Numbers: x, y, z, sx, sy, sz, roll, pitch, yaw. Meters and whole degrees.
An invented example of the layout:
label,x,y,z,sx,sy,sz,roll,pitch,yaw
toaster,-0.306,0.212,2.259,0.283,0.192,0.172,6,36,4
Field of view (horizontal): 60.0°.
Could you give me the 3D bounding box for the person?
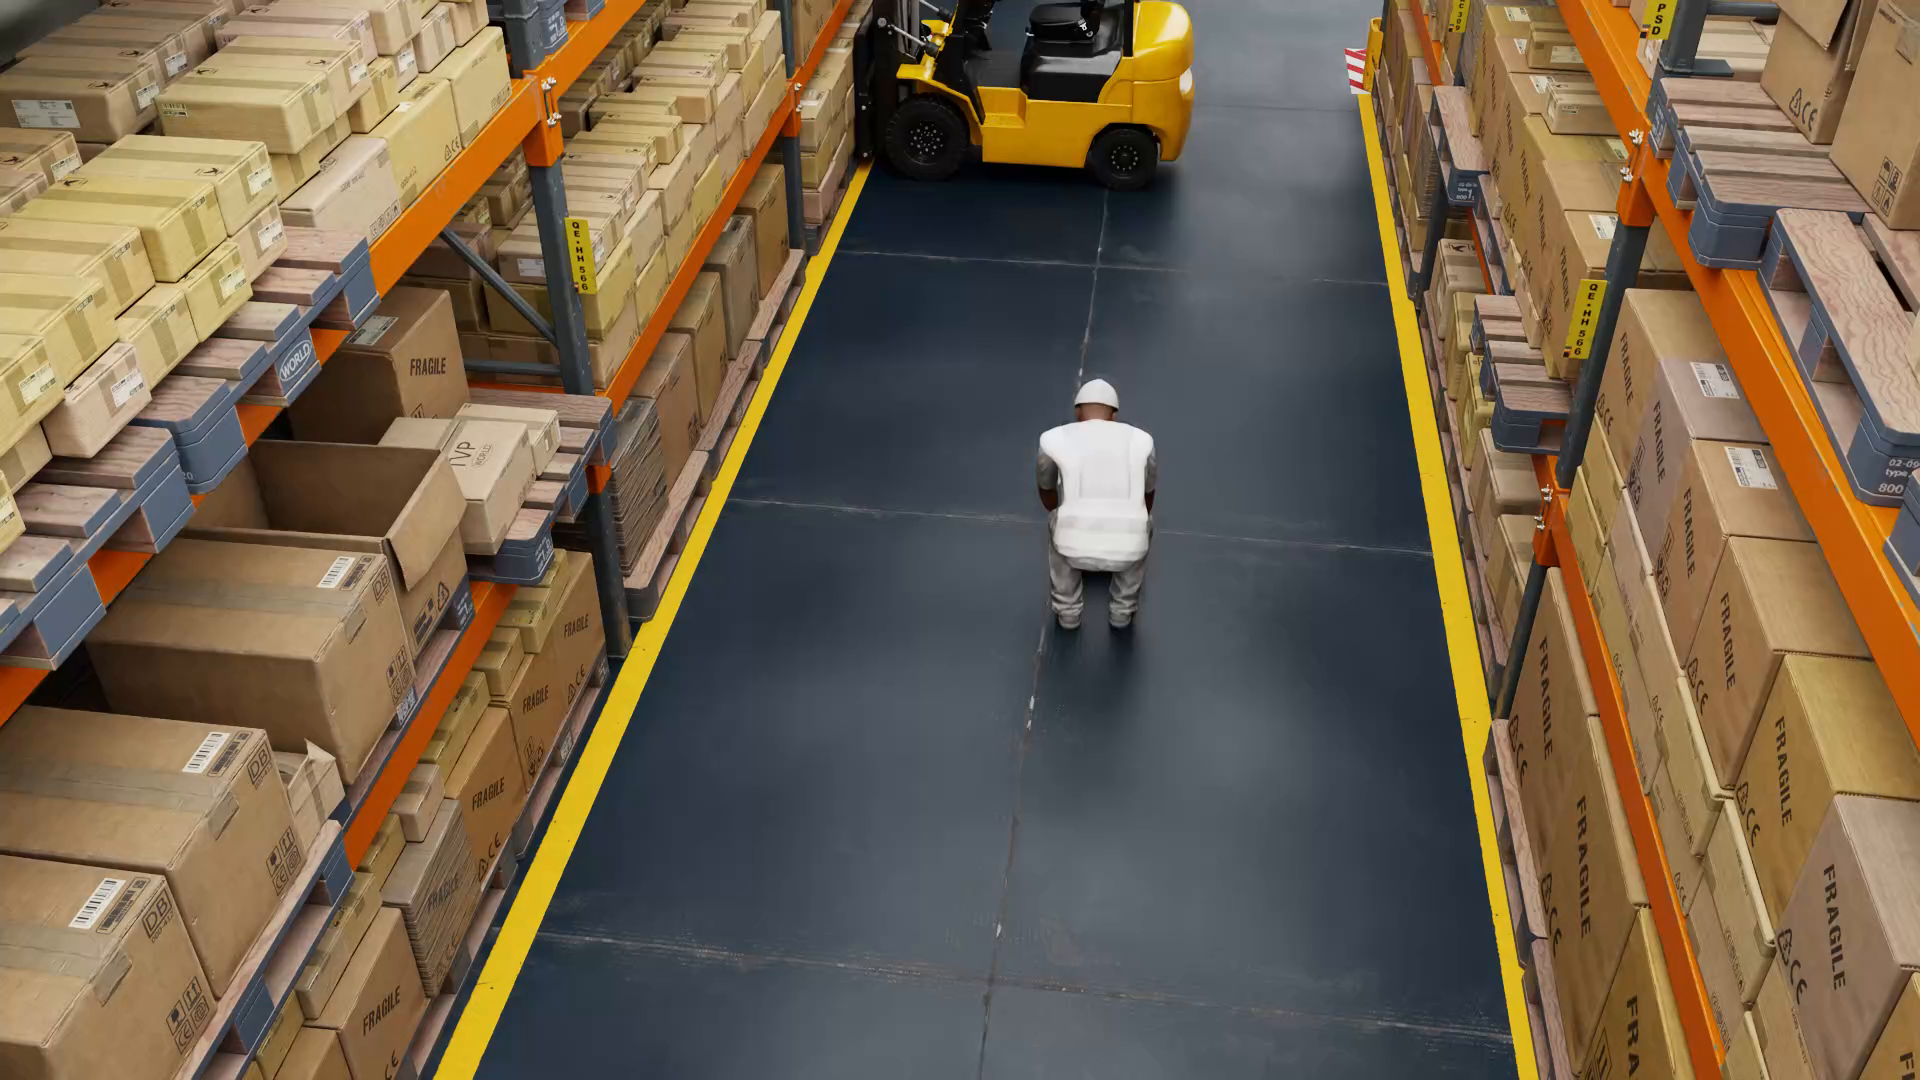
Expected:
label,x,y,z,sx,sy,sz,roll,pitch,yaw
person,0.627,-0.124,7.836,0.577,1.037,0.895,4,36,6
